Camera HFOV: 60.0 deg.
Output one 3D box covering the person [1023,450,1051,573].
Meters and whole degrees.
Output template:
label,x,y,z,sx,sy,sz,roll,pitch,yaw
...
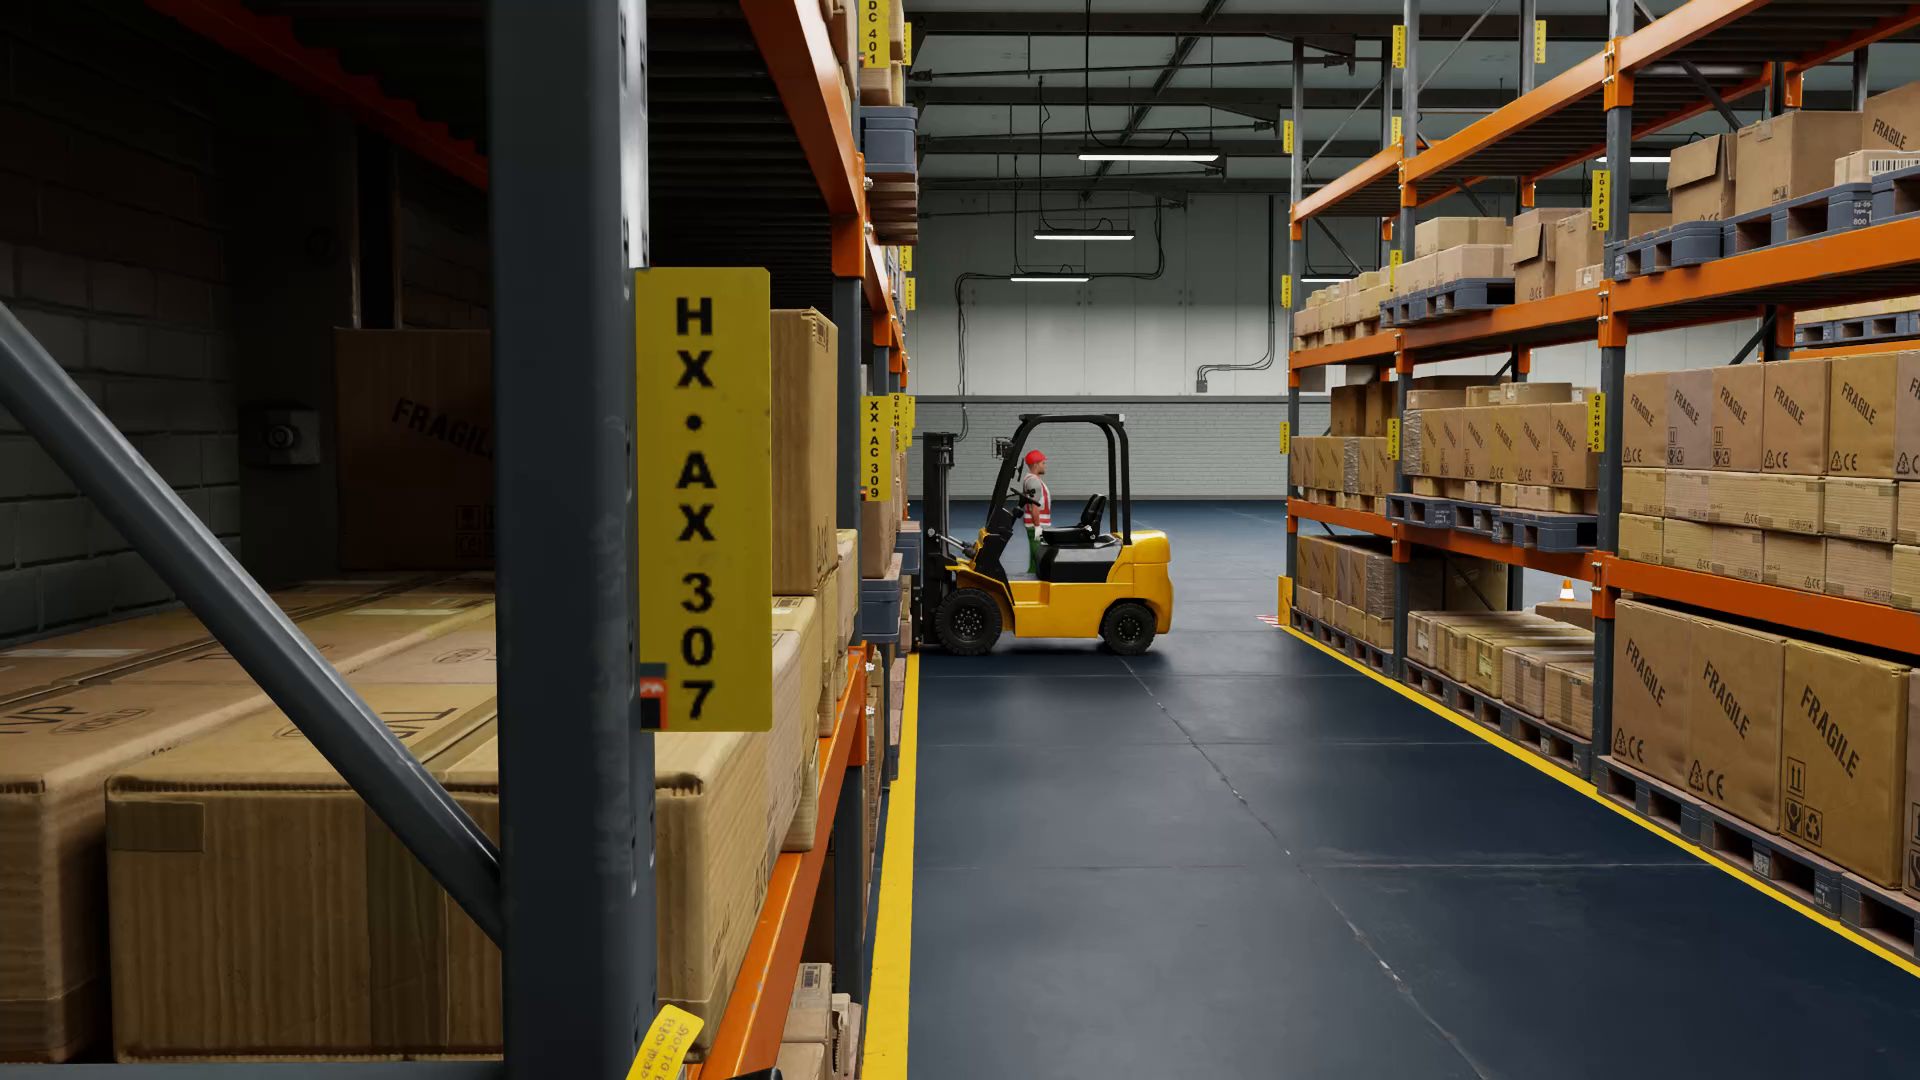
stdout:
label,x,y,z,sx,sy,sz,roll,pitch,yaw
person,0.881,-0.115,18.926,0.342,1.803,0.524,0,4,0
